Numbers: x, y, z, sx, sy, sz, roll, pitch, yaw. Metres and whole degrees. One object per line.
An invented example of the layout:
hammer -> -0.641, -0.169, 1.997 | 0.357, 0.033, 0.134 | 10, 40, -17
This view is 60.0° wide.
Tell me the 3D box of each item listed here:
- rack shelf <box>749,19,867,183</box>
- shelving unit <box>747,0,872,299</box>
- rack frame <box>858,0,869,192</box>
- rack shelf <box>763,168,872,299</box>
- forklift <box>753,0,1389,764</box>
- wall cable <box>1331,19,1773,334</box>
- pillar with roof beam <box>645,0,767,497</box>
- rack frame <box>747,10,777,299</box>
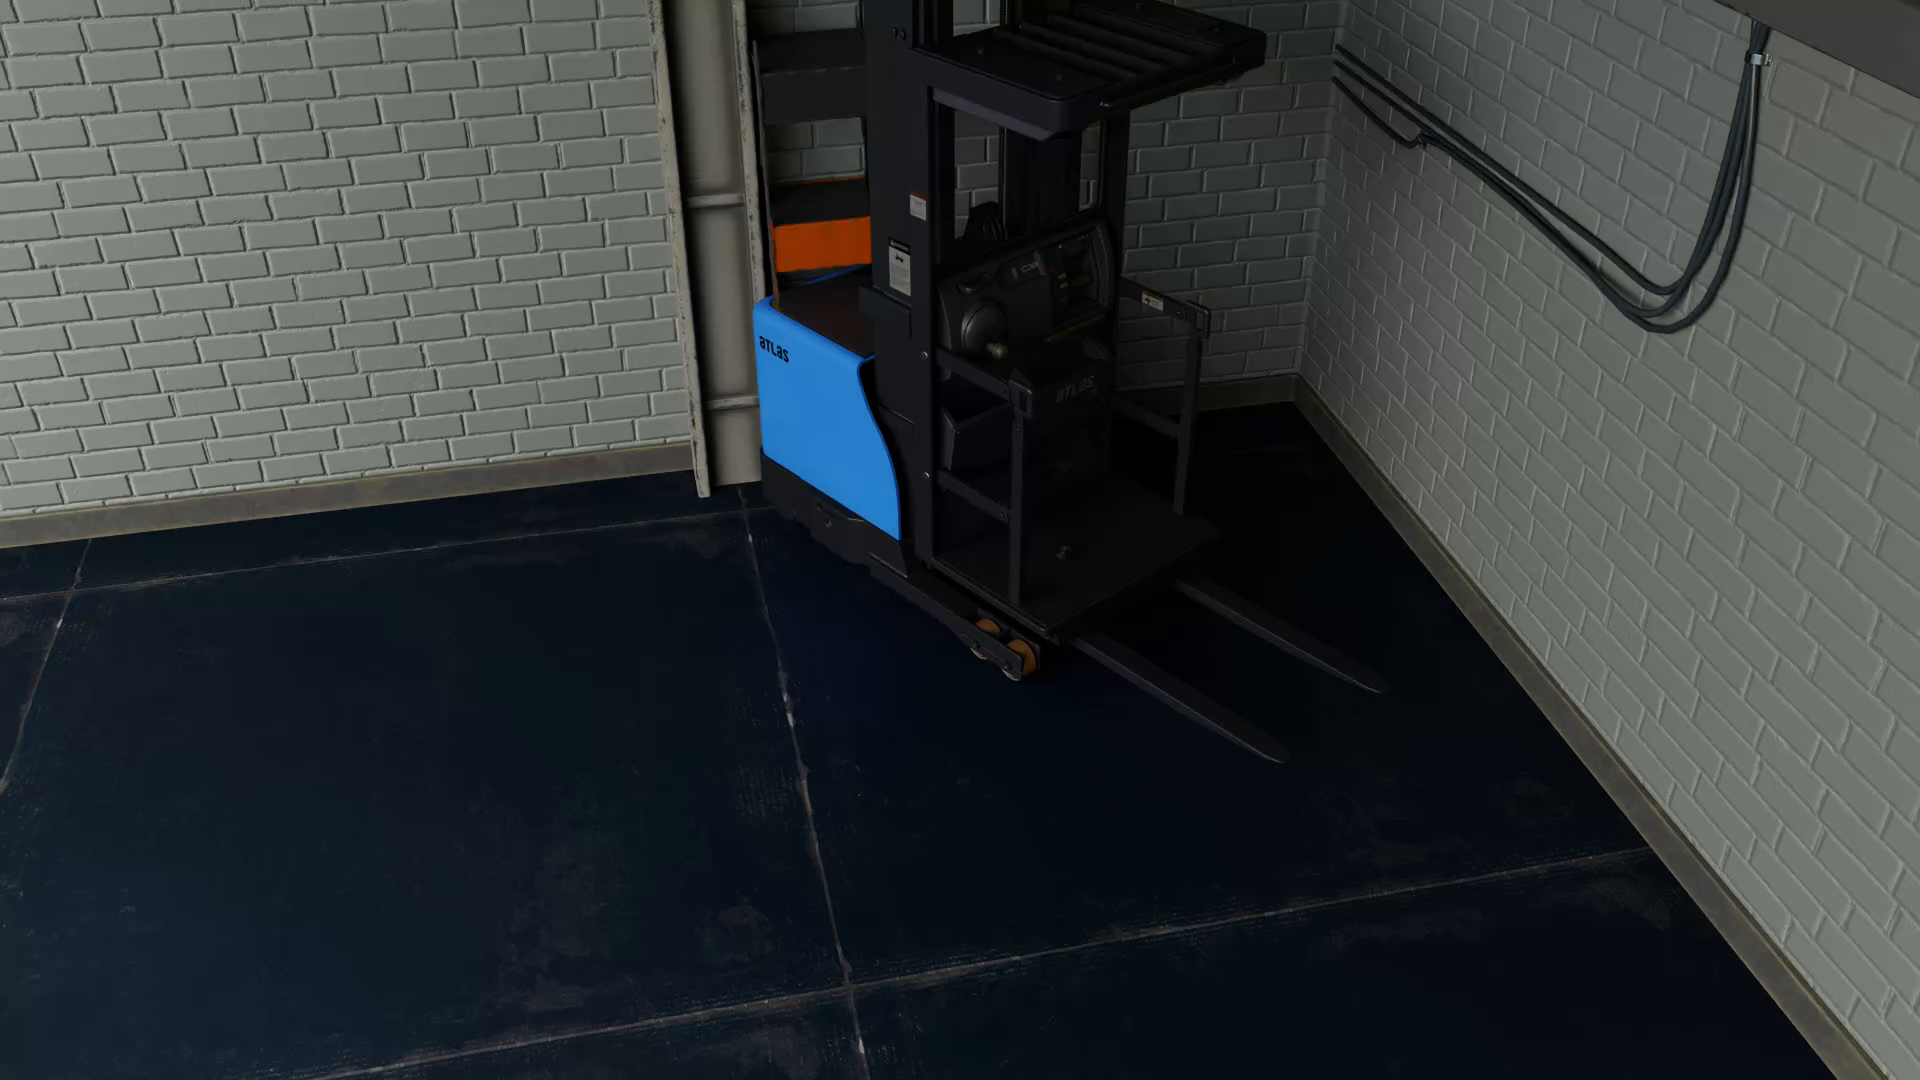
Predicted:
rack shelf -> -0.626, -1.879, 7.110 | 0.480, 0.518, 0.431 | -8, 40, -9
shelving unit -> -0.626, -1.346, 7.542 | 0.503, 2.100, 0.431 | -8, 40, -9
rack frame -> -0.387, -1.377, 7.581 | 0.015, 2.100, 0.400 | -8, 40, -9
rack shelf -> -0.626, -1.335, 7.551 | 0.480, 0.518, 0.431 | -8, 40, -9
forklift -> 0.418, -0.960, 6.550 | 1.130, 2.935, 3.031 | -27, 42, -34
wall cable -> 2.061, -2.404, 6.043 | 0.112, 2.526, 3.097 | -7, 35, -11
pillar with roof beam -> -0.155, -1.710, 2.223 | 0.400, 9.000, 9.100 | -7, 35, -11
rack frame -> -0.865, -1.314, 7.503 | 0.015, 2.100, 0.400 | -8, 40, -9
